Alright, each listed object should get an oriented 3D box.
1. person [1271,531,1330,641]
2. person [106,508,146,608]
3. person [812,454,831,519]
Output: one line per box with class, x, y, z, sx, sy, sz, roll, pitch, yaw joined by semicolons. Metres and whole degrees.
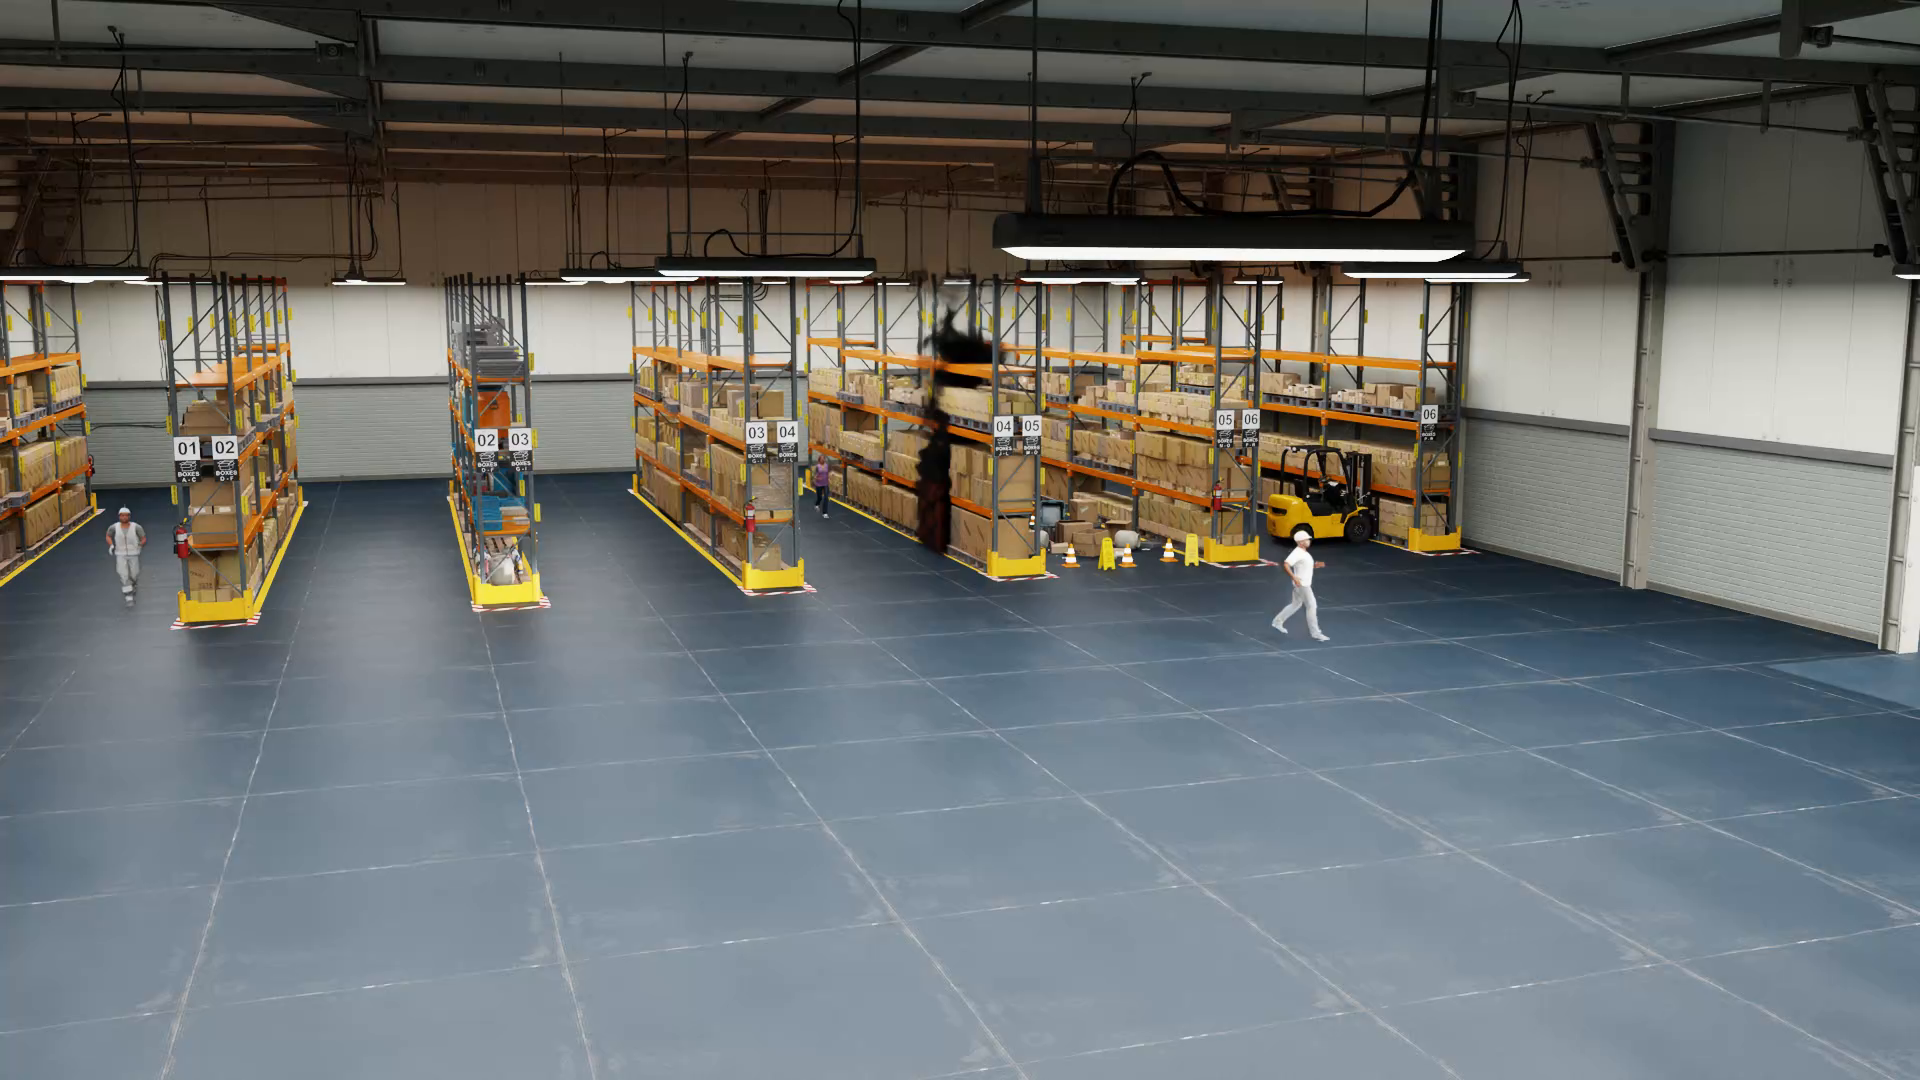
person;5.589;0.734;27.189;0.959;1.772;0.693;2;9;12
person;-15.161;0.297;30.273;0.656;1.786;0.930;-4;10;-26
person;-3.469;-1.358;41.794;0.538;1.591;0.833;-3;9;-22
